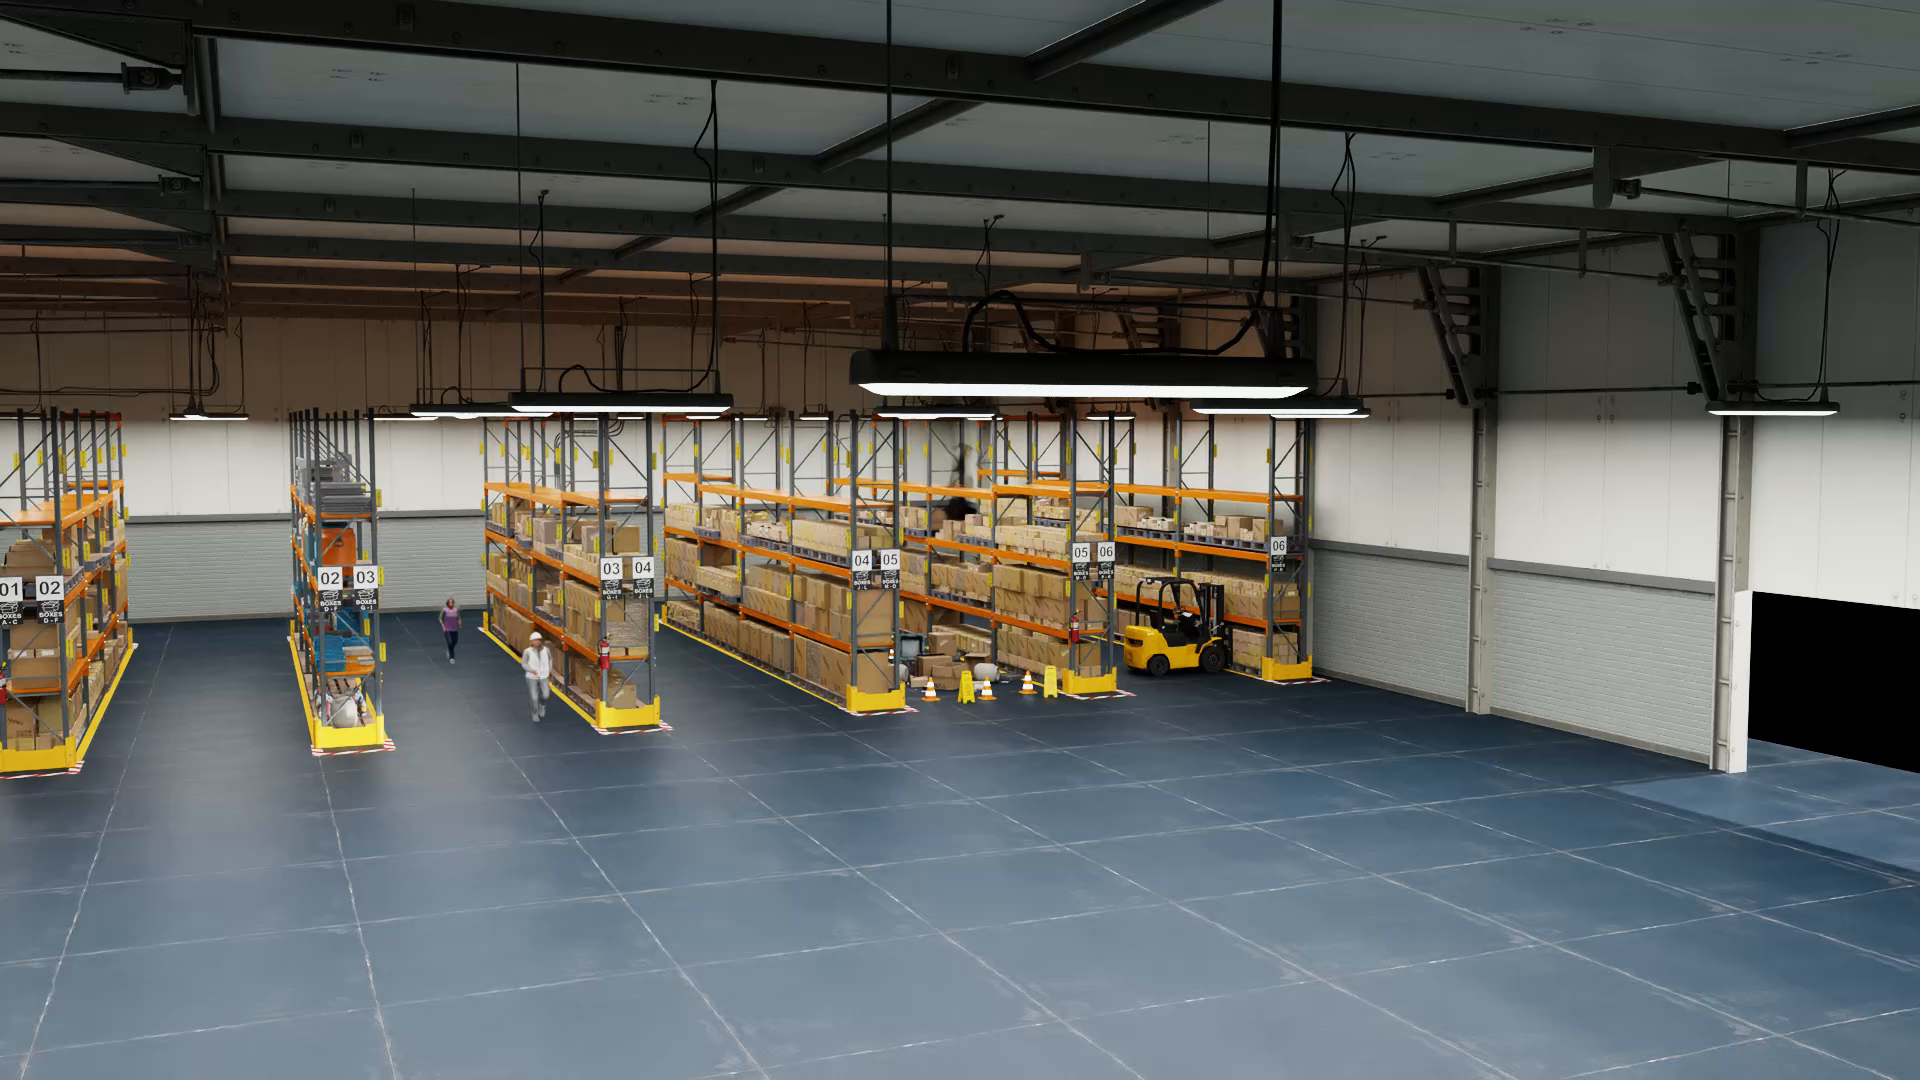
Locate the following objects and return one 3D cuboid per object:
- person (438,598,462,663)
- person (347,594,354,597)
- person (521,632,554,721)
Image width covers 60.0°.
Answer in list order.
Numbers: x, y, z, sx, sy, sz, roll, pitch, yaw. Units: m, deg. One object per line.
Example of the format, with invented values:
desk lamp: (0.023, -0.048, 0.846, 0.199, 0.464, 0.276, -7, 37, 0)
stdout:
person: (-12.259, 2.161, 39.939, 0.525, 1.562, 0.680, -2, 5, -30)
person: (-17.252, 1.535, 47.340, 0.739, 1.834, 0.692, 0, 4, -6)
person: (-8.071, 2.624, 31.847, 0.640, 1.726, 0.662, -2, 4, -27)
